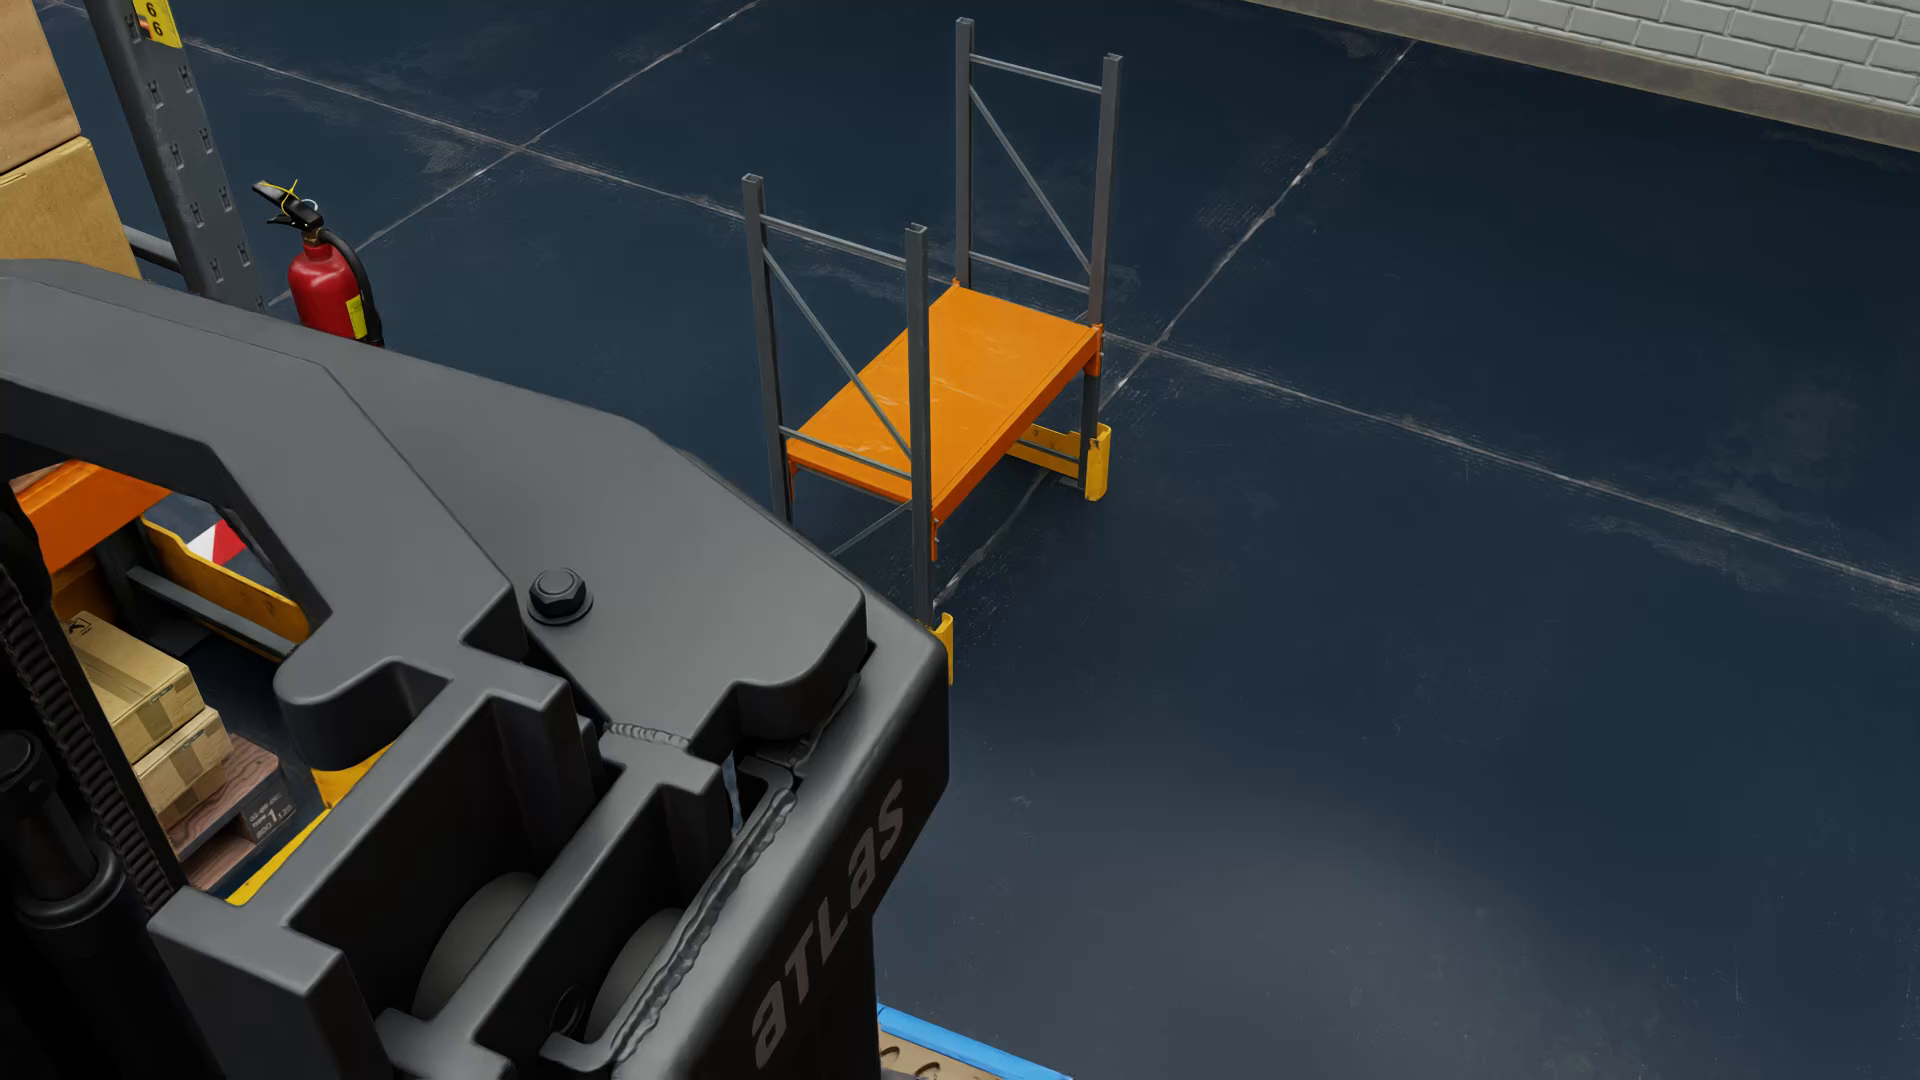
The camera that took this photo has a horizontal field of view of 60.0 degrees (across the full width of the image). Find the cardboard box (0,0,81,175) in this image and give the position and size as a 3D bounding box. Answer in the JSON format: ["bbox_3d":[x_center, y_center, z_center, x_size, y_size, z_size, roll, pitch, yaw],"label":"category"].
[{"bbox_3d":[-2.014,-0.899,2.944,0.500,0.500,0.500,20,45,21],"label":"cardboard box"}]

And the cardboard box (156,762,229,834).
[{"bbox_3d":[-2.084,0.564,4.180,0.380,0.149,0.250,22,46,23],"label":"cardboard box"}]

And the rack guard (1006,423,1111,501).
[{"bbox_3d":[0.211,-0.335,5.441,0.587,0.250,0.087,21,45,22],"label":"rack guard"}]

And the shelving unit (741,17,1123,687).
[{"bbox_3d":[-0.038,-0.519,4.705,0.587,1.500,1.083,21,45,22],"label":"shelving unit"}]

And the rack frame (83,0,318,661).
[{"bbox_3d":[-2.001,-0.719,3.797,1.000,3.000,0.127,21,45,22],"label":"rack frame"}]

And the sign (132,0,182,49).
[{"bbox_3d":[-1.530,-1.077,3.088,0.100,0.325,0.005,21,45,22],"label":"sign"}]

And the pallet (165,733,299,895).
[{"bbox_3d":[-2.476,0.824,4.154,1.003,0.211,1.213,21,45,22],"label":"pallet"}]

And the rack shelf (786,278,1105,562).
[{"bbox_3d":[-0.043,-0.379,4.818,0.538,0.185,1.000,21,45,22],"label":"rack shelf"}]

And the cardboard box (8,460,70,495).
[{"bbox_3d":[-2.076,-0.215,3.414,0.380,0.149,0.250,21,45,22],"label":"cardboard box"}]

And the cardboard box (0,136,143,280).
[{"bbox_3d":[-2.003,-0.526,3.277,0.500,0.500,0.500,22,46,23],"label":"cardboard box"}]

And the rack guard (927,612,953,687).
[{"bbox_3d":[-0.287,0.235,4.794,0.587,0.250,0.087,21,45,22],"label":"rack guard"}]

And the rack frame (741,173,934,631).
[{"bbox_3d":[-0.297,-0.223,4.369,0.500,1.500,0.032,21,45,22],"label":"rack frame"}]

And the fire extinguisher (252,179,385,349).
[{"bbox_3d":[-1.475,-0.541,3.936,0.296,0.674,0.183,21,45,22],"label":"fire extinguisher"}]

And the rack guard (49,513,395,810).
[{"bbox_3d":[-2.039,0.263,4.573,1.175,0.500,0.348,21,45,22],"label":"rack guard"}]

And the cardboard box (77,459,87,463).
[{"bbox_3d":[-1.919,-0.344,3.562,0.380,0.149,0.250,21,46,22],"label":"cardboard box"}]

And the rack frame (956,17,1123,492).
[{"bbox_3d":[0.212,-0.805,5.029,0.500,1.500,0.032,21,45,22],"label":"rack frame"}]

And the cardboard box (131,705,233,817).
[{"bbox_3d":[-2.018,0.478,4.052,0.380,0.149,0.250,20,45,21],"label":"cardboard box"}]

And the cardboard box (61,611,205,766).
[{"bbox_3d":[-2.046,0.357,3.964,0.380,0.149,0.250,21,46,23],"label":"cardboard box"}]

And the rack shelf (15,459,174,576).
[{"bbox_3d":[-3.002,0.696,2.735,1.077,0.370,4.000,21,45,22],"label":"rack shelf"}]
